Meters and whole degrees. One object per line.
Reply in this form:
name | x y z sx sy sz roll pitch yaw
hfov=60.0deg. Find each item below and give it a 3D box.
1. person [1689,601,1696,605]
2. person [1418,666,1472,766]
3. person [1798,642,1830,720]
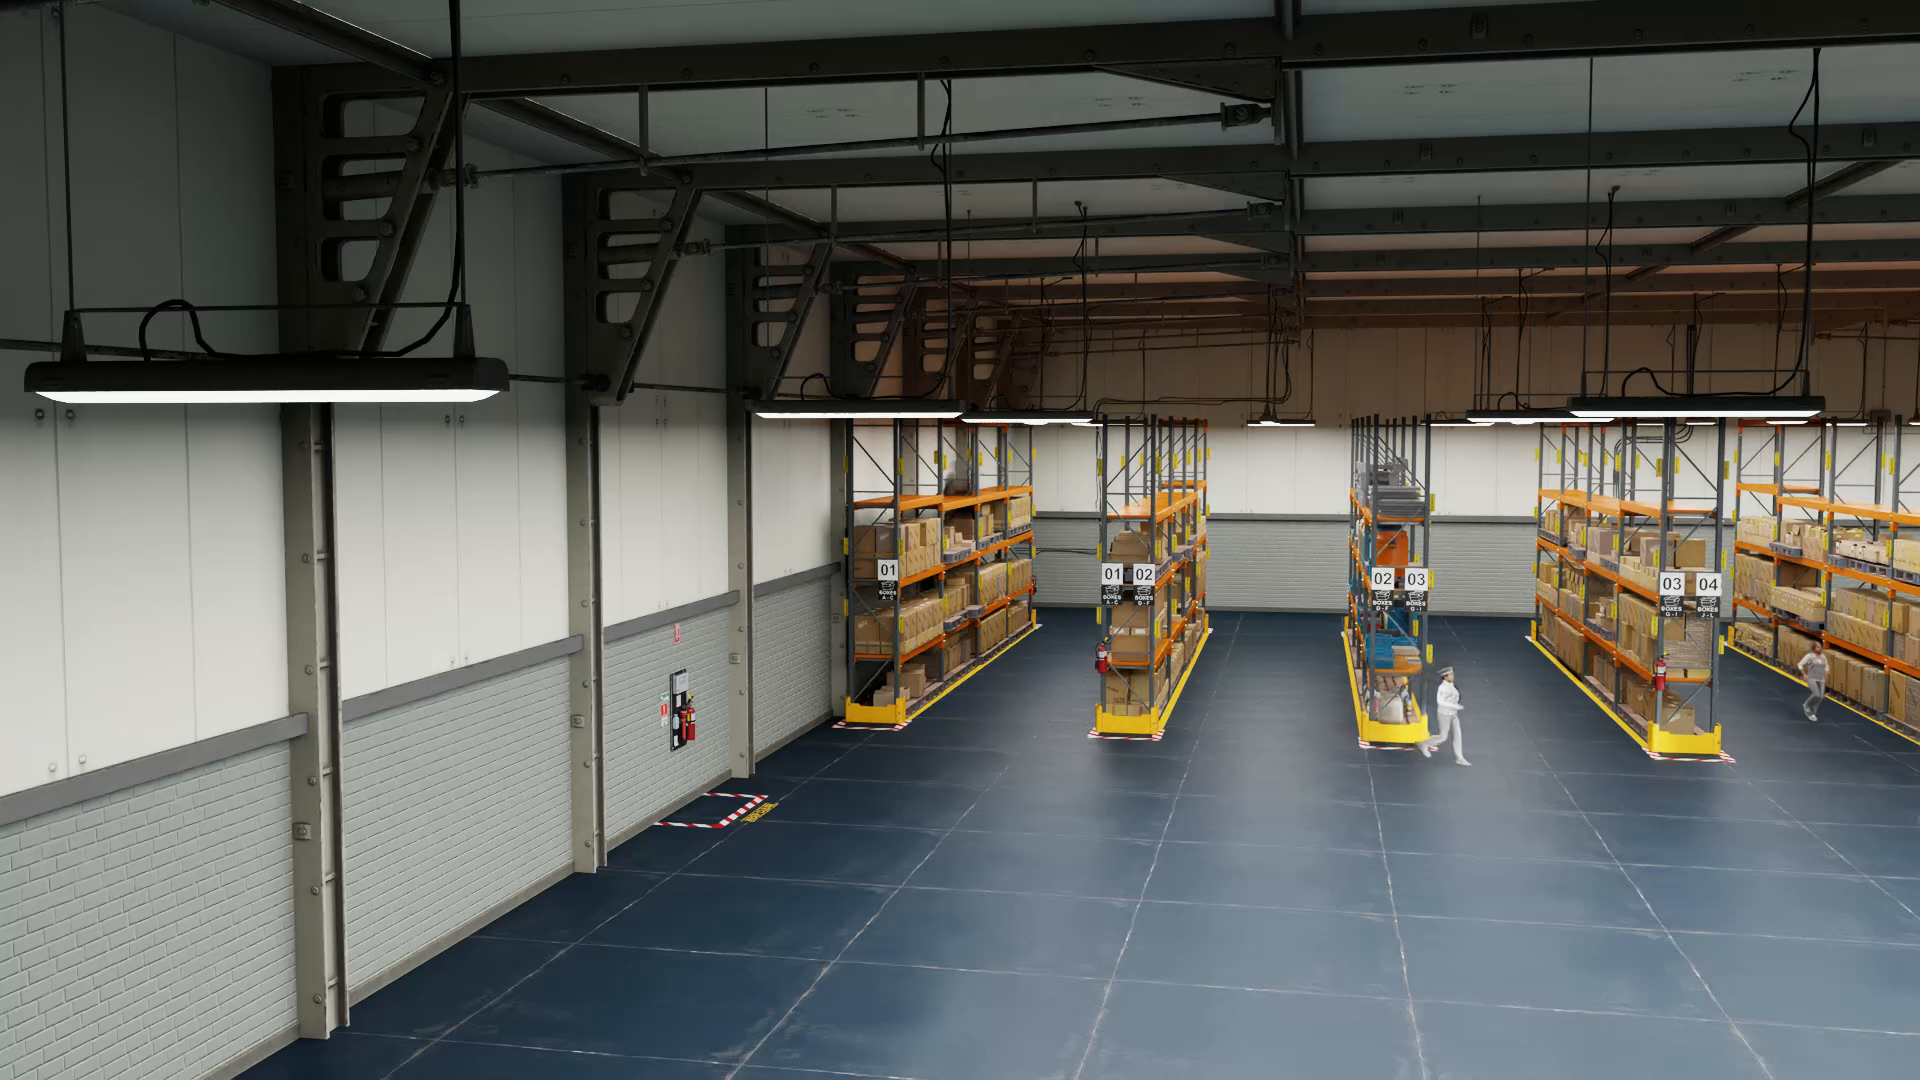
person | 19.626 1.887 45.005 0.626 1.697 0.806 -2 4 -32
person | 8.288 2.981 28.345 0.930 1.684 0.630 3 5 40
person | 16.766 2.771 32.546 0.522 1.559 0.549 0 4 -1
